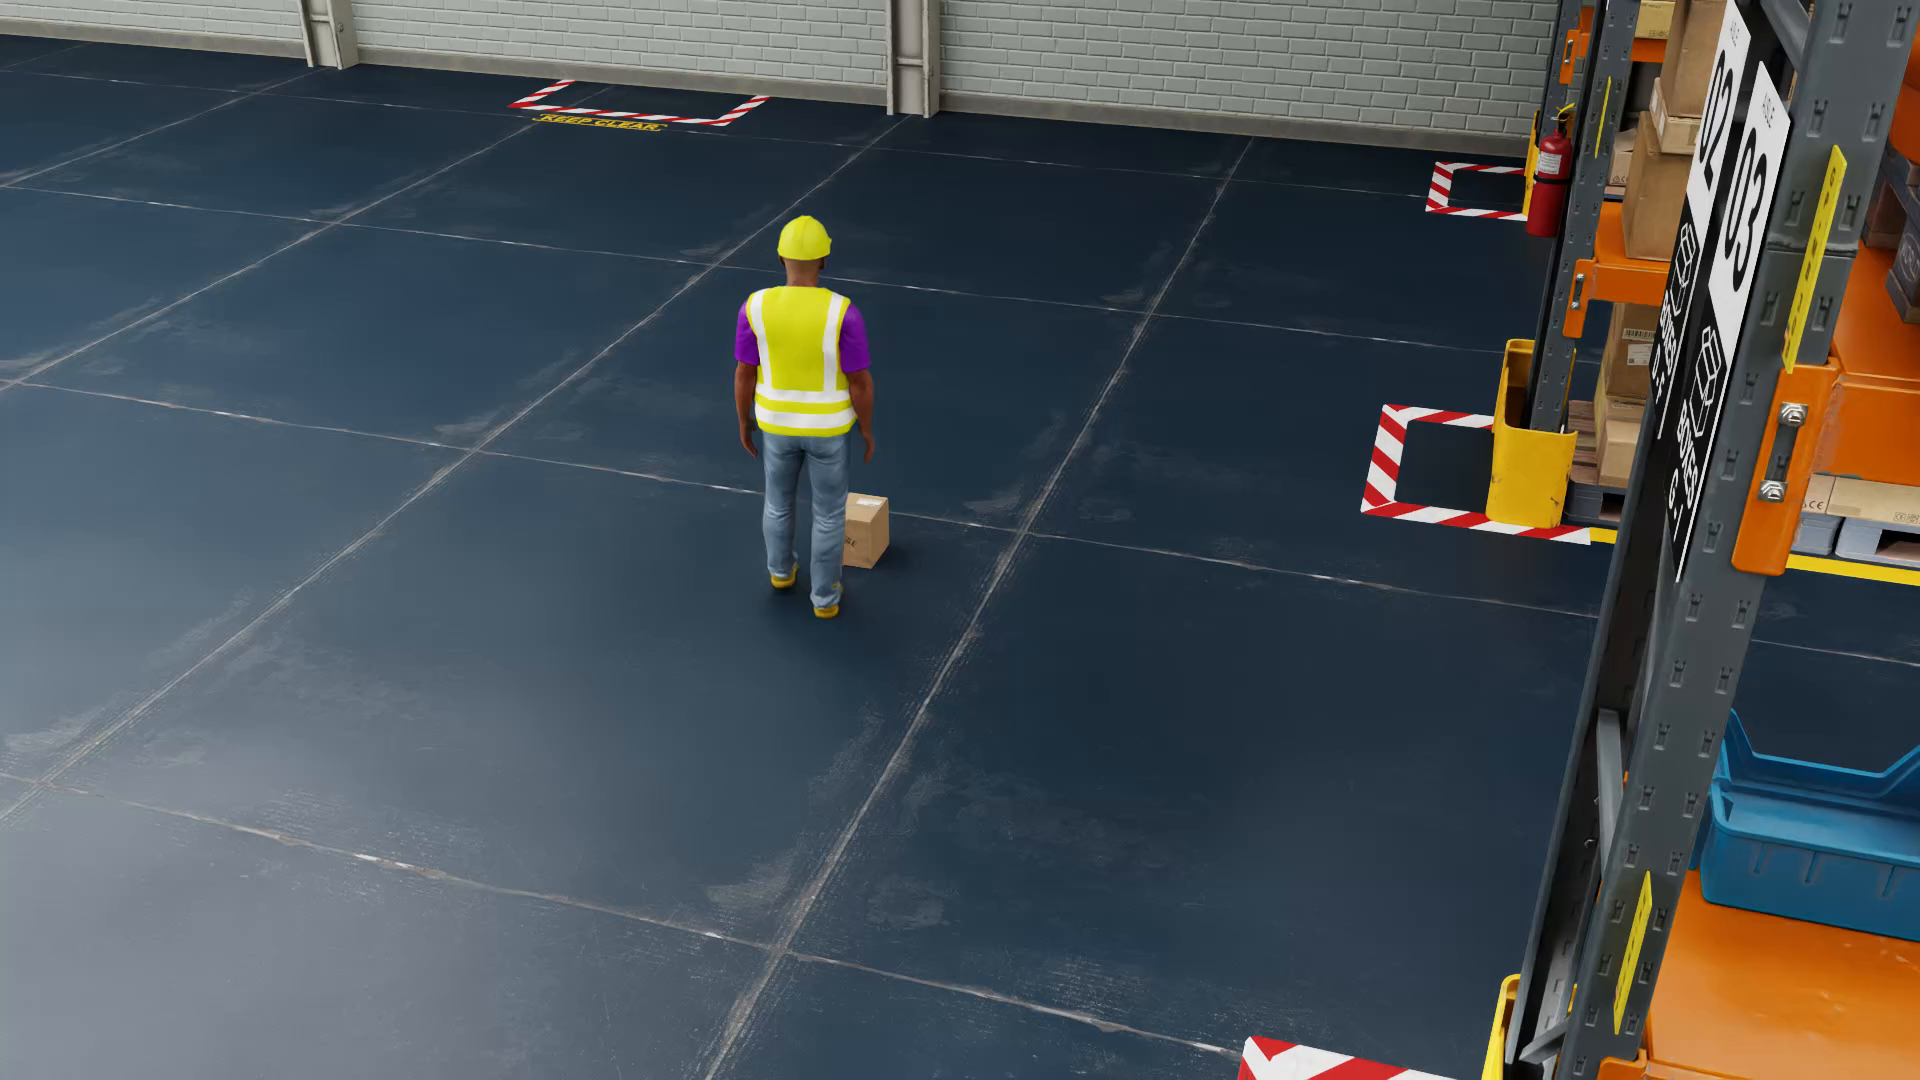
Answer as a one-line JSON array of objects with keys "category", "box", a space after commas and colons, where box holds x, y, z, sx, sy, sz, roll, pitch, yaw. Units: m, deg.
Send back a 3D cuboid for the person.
[{"category": "person", "box": [-0.624, -0.540, 7.057, 0.583, 1.774, 0.548, 4, 29, 7]}]
